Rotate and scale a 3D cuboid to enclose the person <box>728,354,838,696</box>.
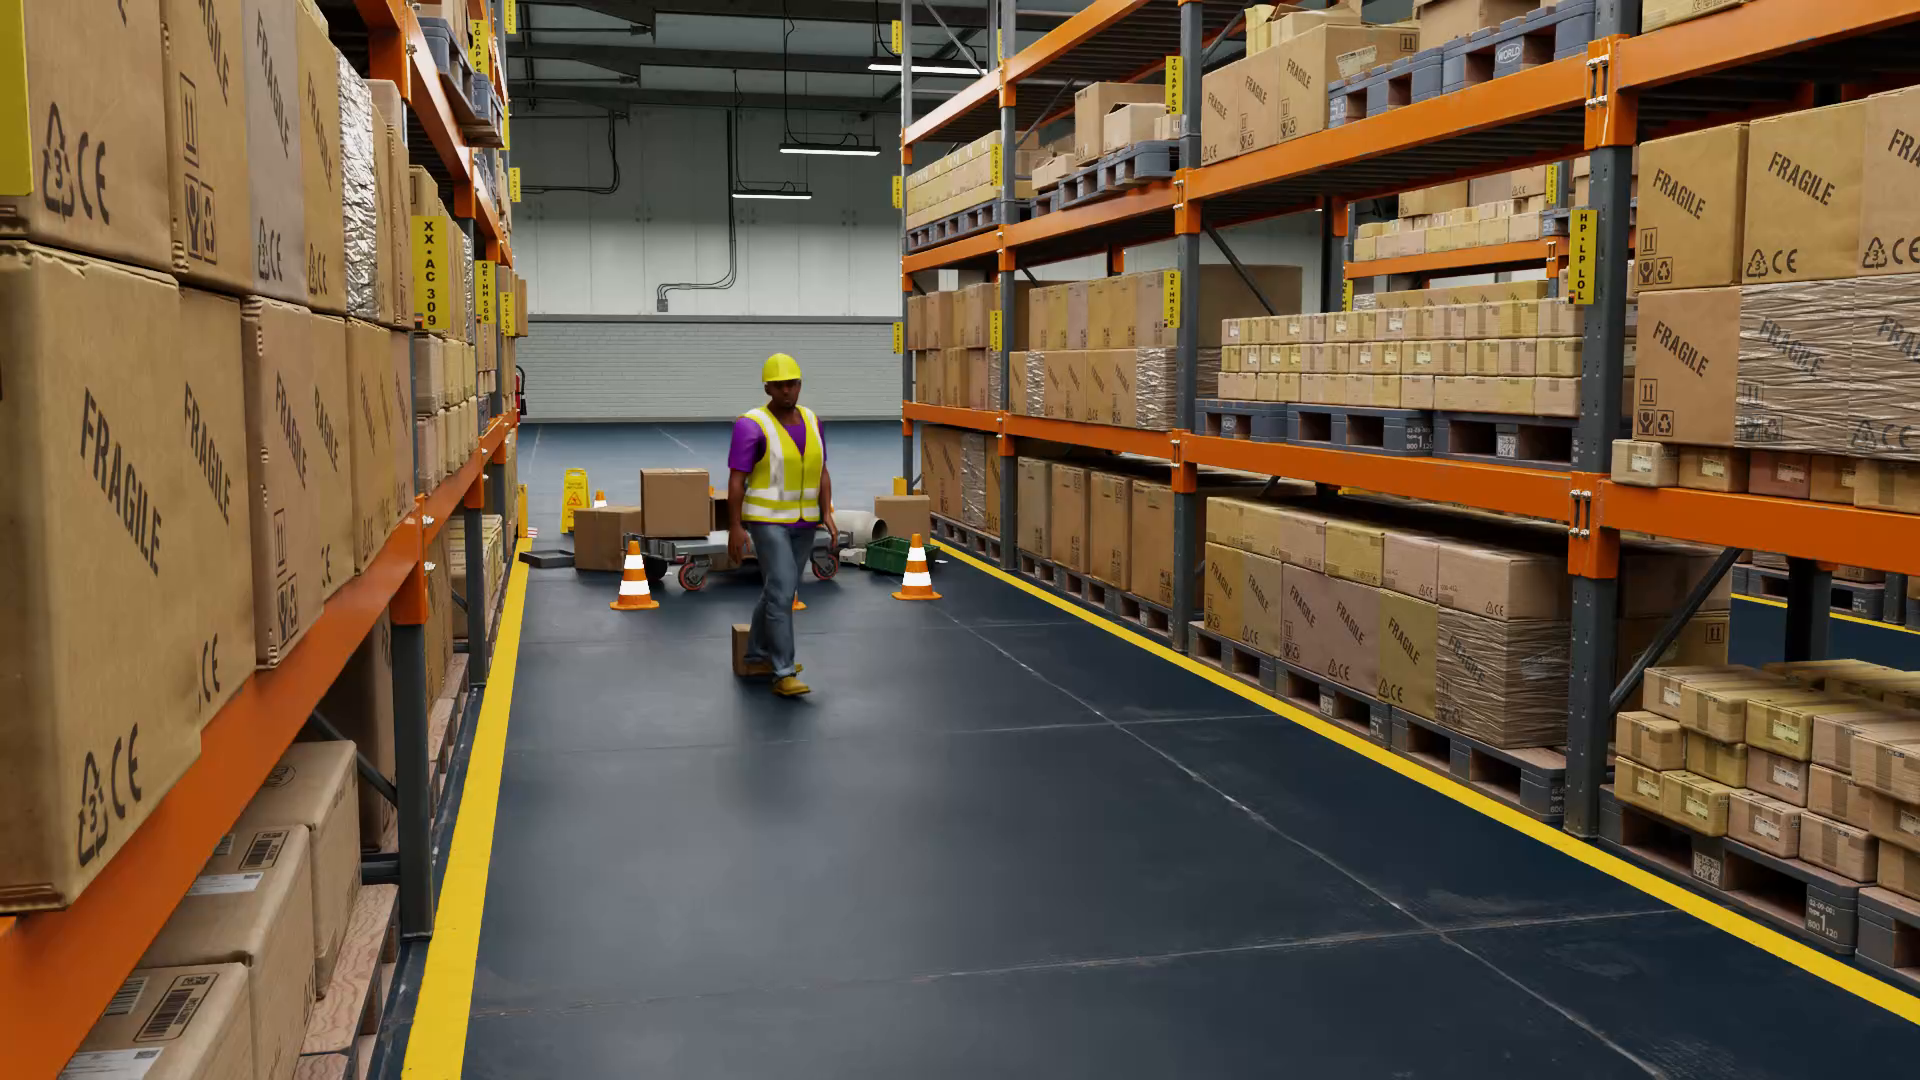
[{"bbox_3d":[-0.946,-0.082,8.659,0.640,1.765,0.592,5,8,41],"label":"person"}]
